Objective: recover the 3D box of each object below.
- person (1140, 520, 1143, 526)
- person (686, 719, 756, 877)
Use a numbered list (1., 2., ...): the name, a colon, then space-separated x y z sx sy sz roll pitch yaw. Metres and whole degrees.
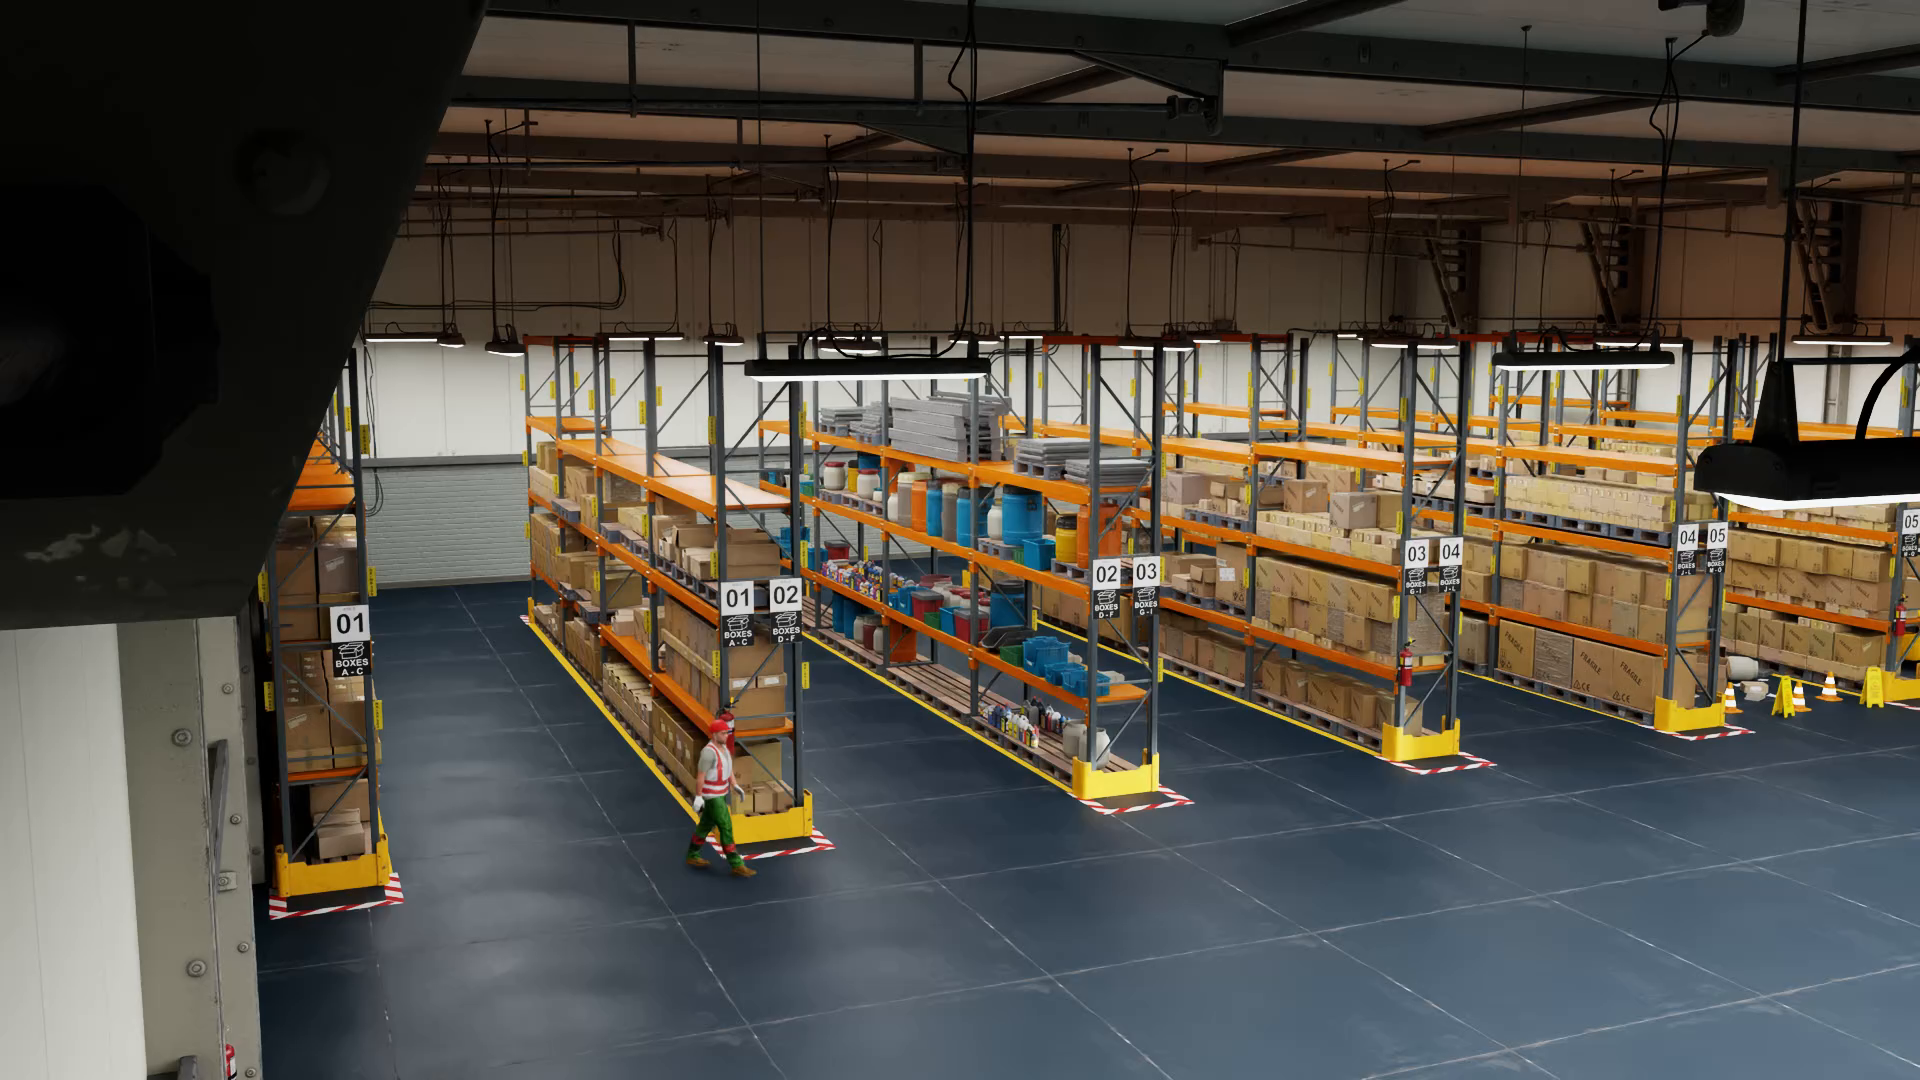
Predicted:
1. person: 4.156 0.331 38.929 0.696 1.682 0.646 -2 8 -13
2. person: -2.745 2.922 19.091 0.901 1.758 0.549 1 8 8
